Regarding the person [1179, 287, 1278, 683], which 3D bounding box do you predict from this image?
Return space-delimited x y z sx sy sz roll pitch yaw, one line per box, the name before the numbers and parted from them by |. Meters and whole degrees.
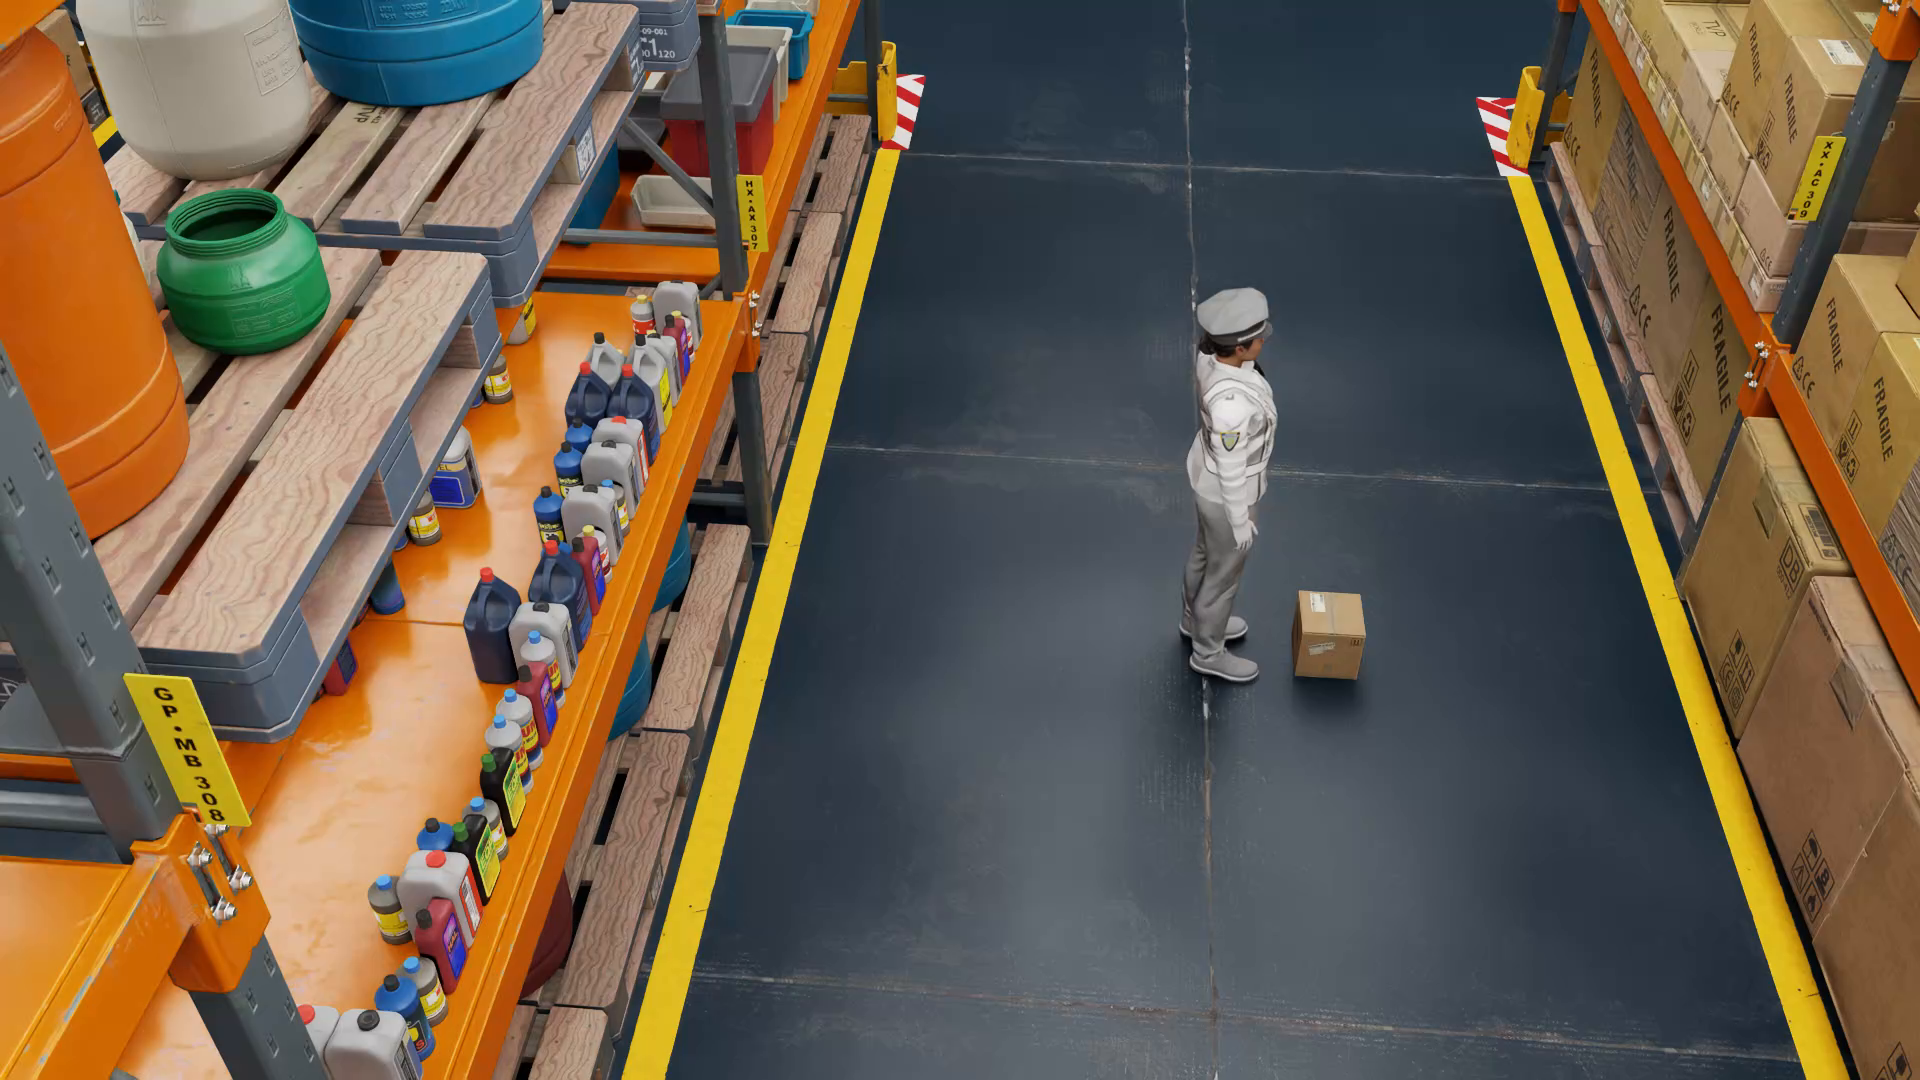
person | 1.026 -0.197 6.350 0.384 1.709 0.490 0 40 0
